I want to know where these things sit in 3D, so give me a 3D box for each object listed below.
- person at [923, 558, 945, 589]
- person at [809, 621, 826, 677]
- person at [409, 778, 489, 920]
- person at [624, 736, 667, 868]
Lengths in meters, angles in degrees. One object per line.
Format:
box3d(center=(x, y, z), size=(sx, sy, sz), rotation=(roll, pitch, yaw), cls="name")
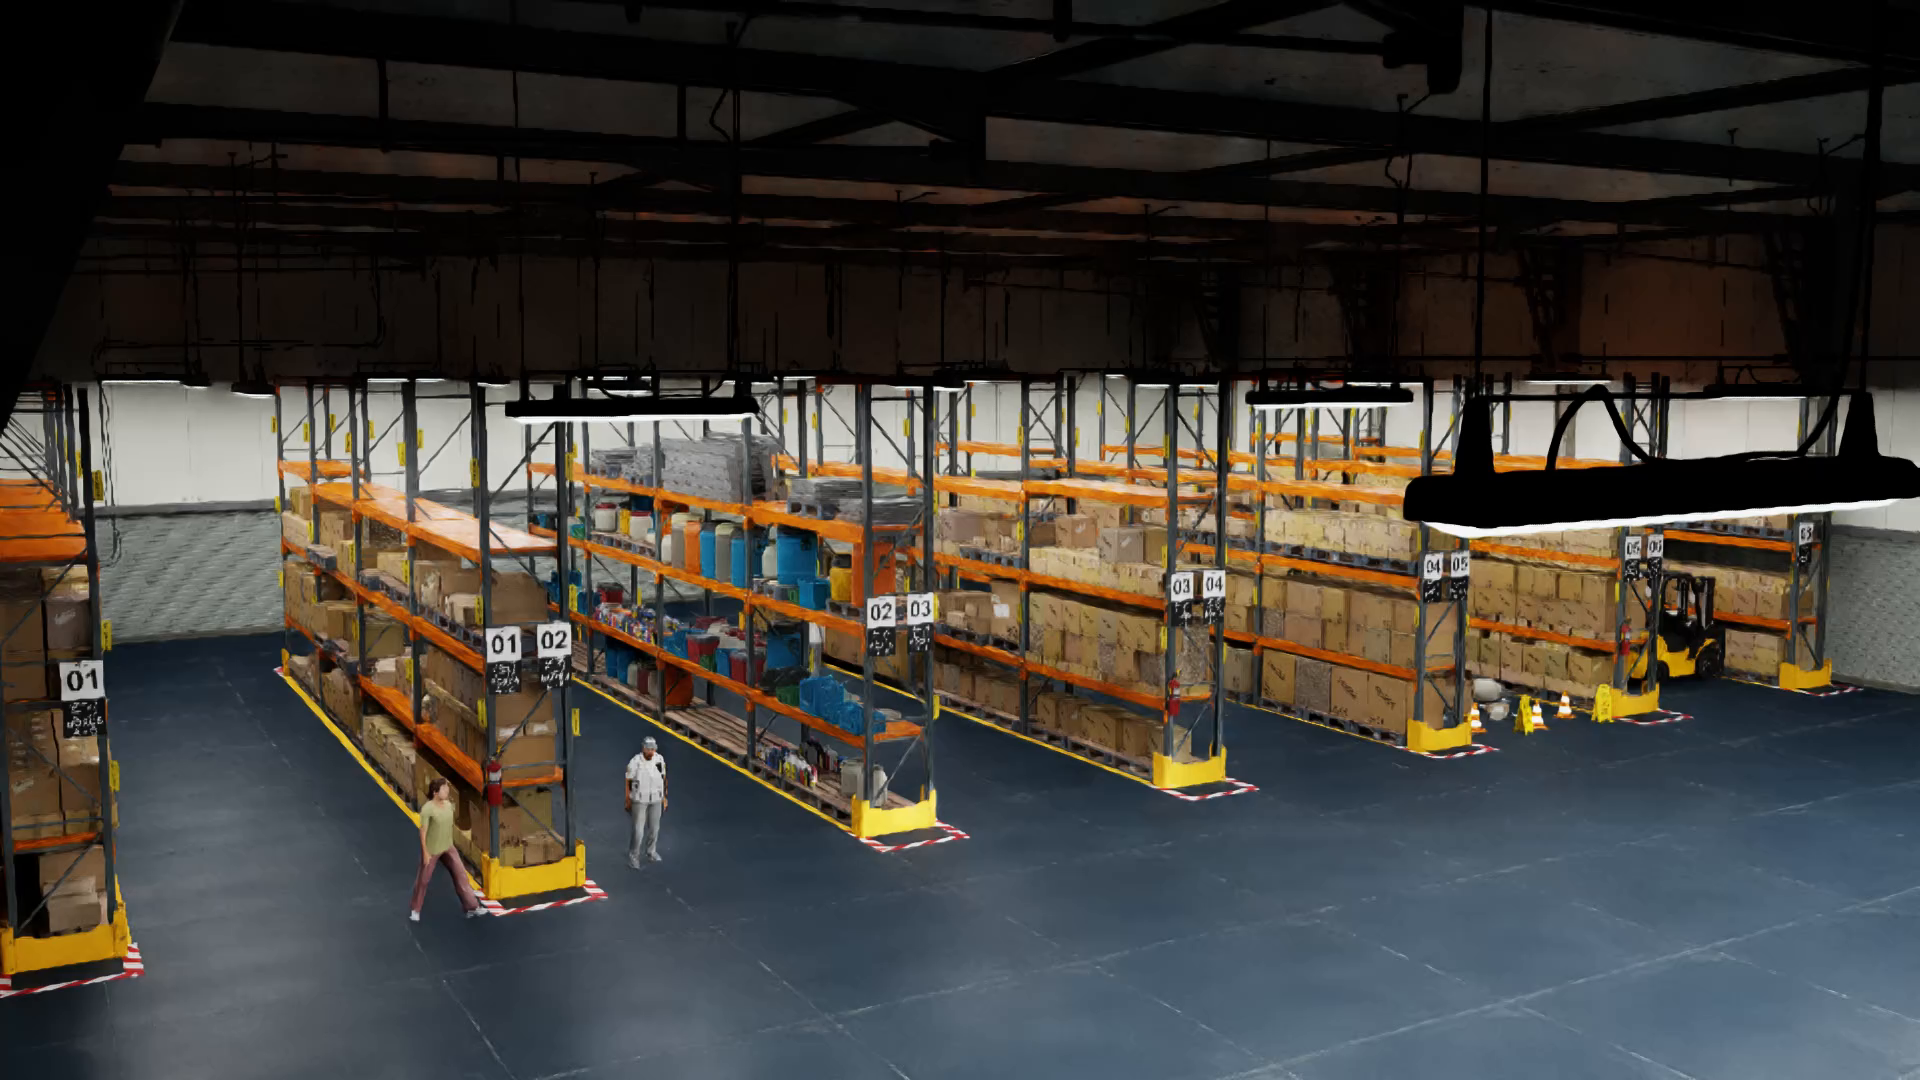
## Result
box3d(center=(-0.666, 0.742, 43.179), size=(0.611, 1.753, 0.579), rotation=(1, 6, 6), cls="person")
box3d(center=(-2.788, 1.950, 31.847), size=(0.598, 1.782, 0.463), rotation=(4, 7, 33), cls="person")
box3d(center=(-5.806, 3.462, 18.682), size=(0.875, 1.621, 0.573), rotation=(4, 8, 34), cls="person")
box3d(center=(-3.929, 3.247, 20.809), size=(0.532, 1.641, 0.567), rotation=(-3, 7, -28), cls="person")
